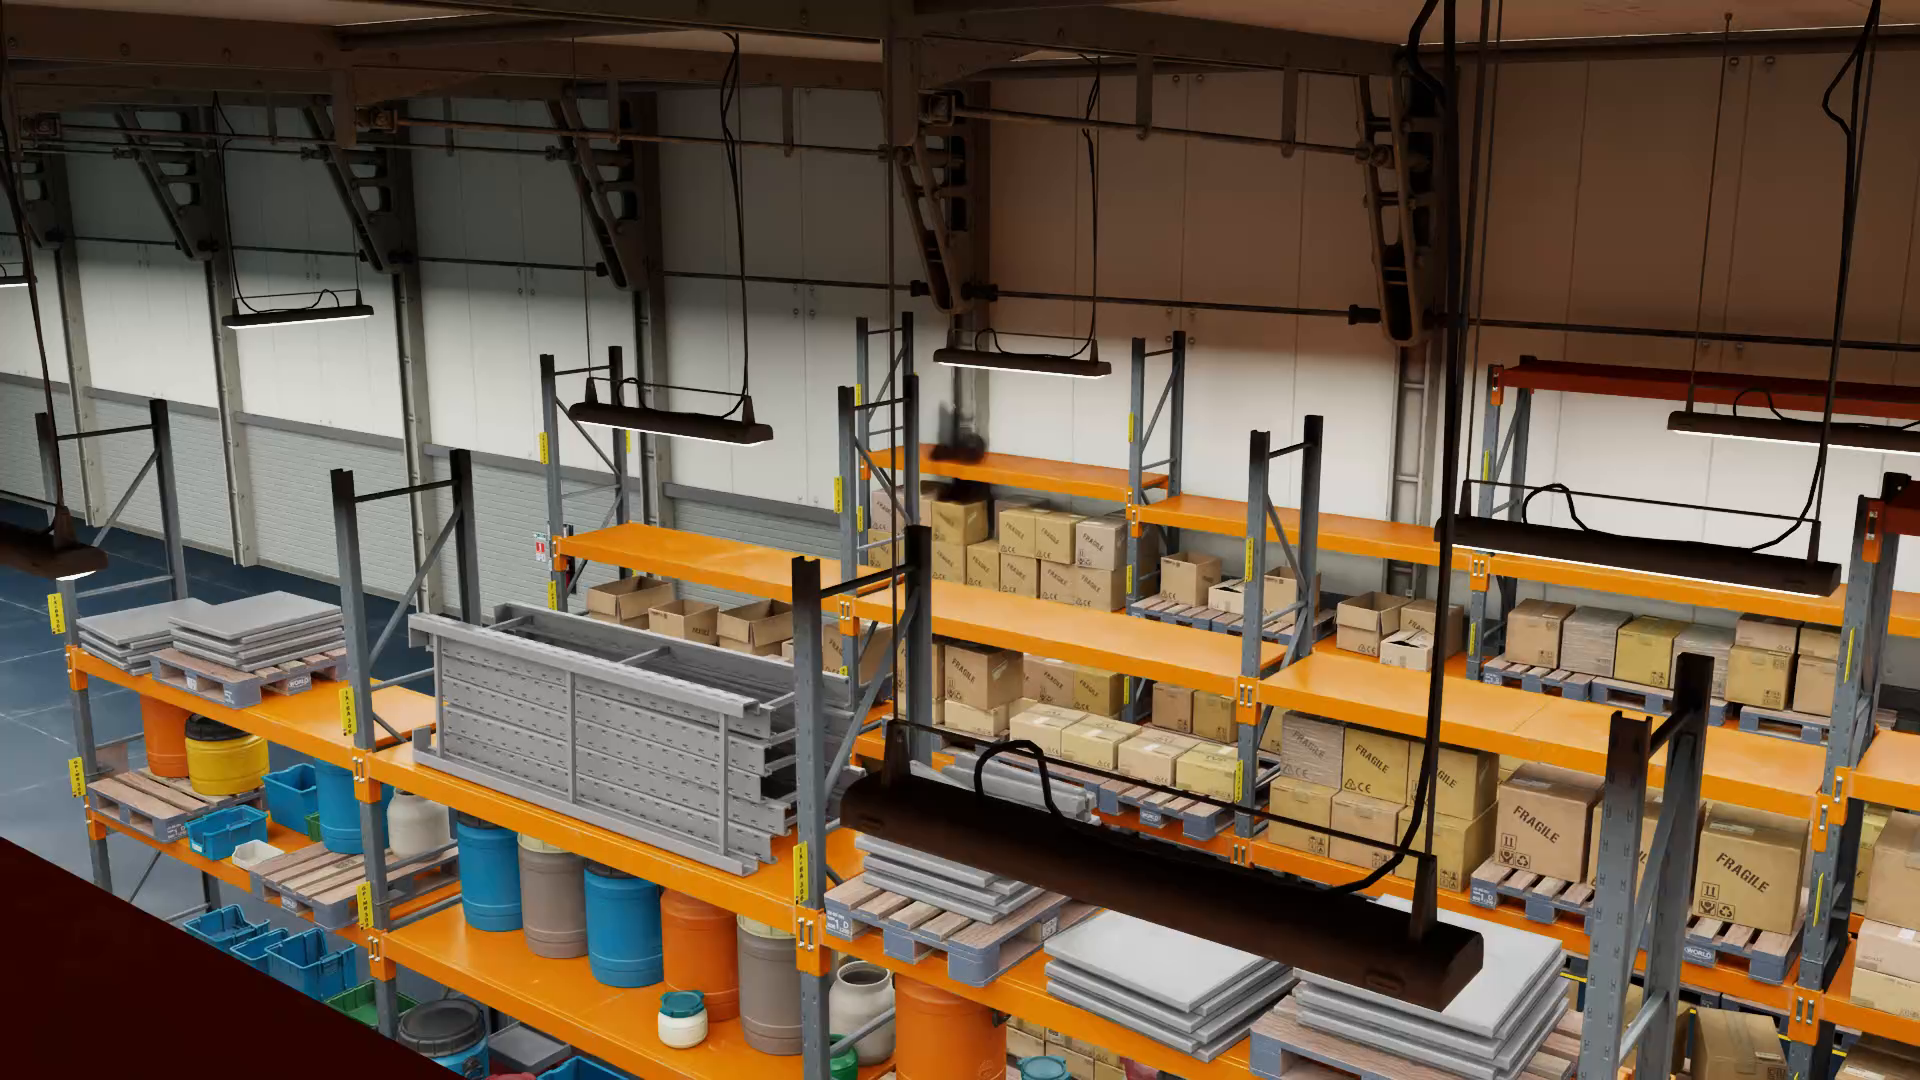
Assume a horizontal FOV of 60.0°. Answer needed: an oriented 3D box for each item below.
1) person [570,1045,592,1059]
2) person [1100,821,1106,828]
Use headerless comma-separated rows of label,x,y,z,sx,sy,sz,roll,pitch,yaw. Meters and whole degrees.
person,-3.199,4.089,13.739,0.829,1.846,0.675,6,15,26
person,1.118,3.288,17.146,0.968,1.747,0.710,8,15,32
